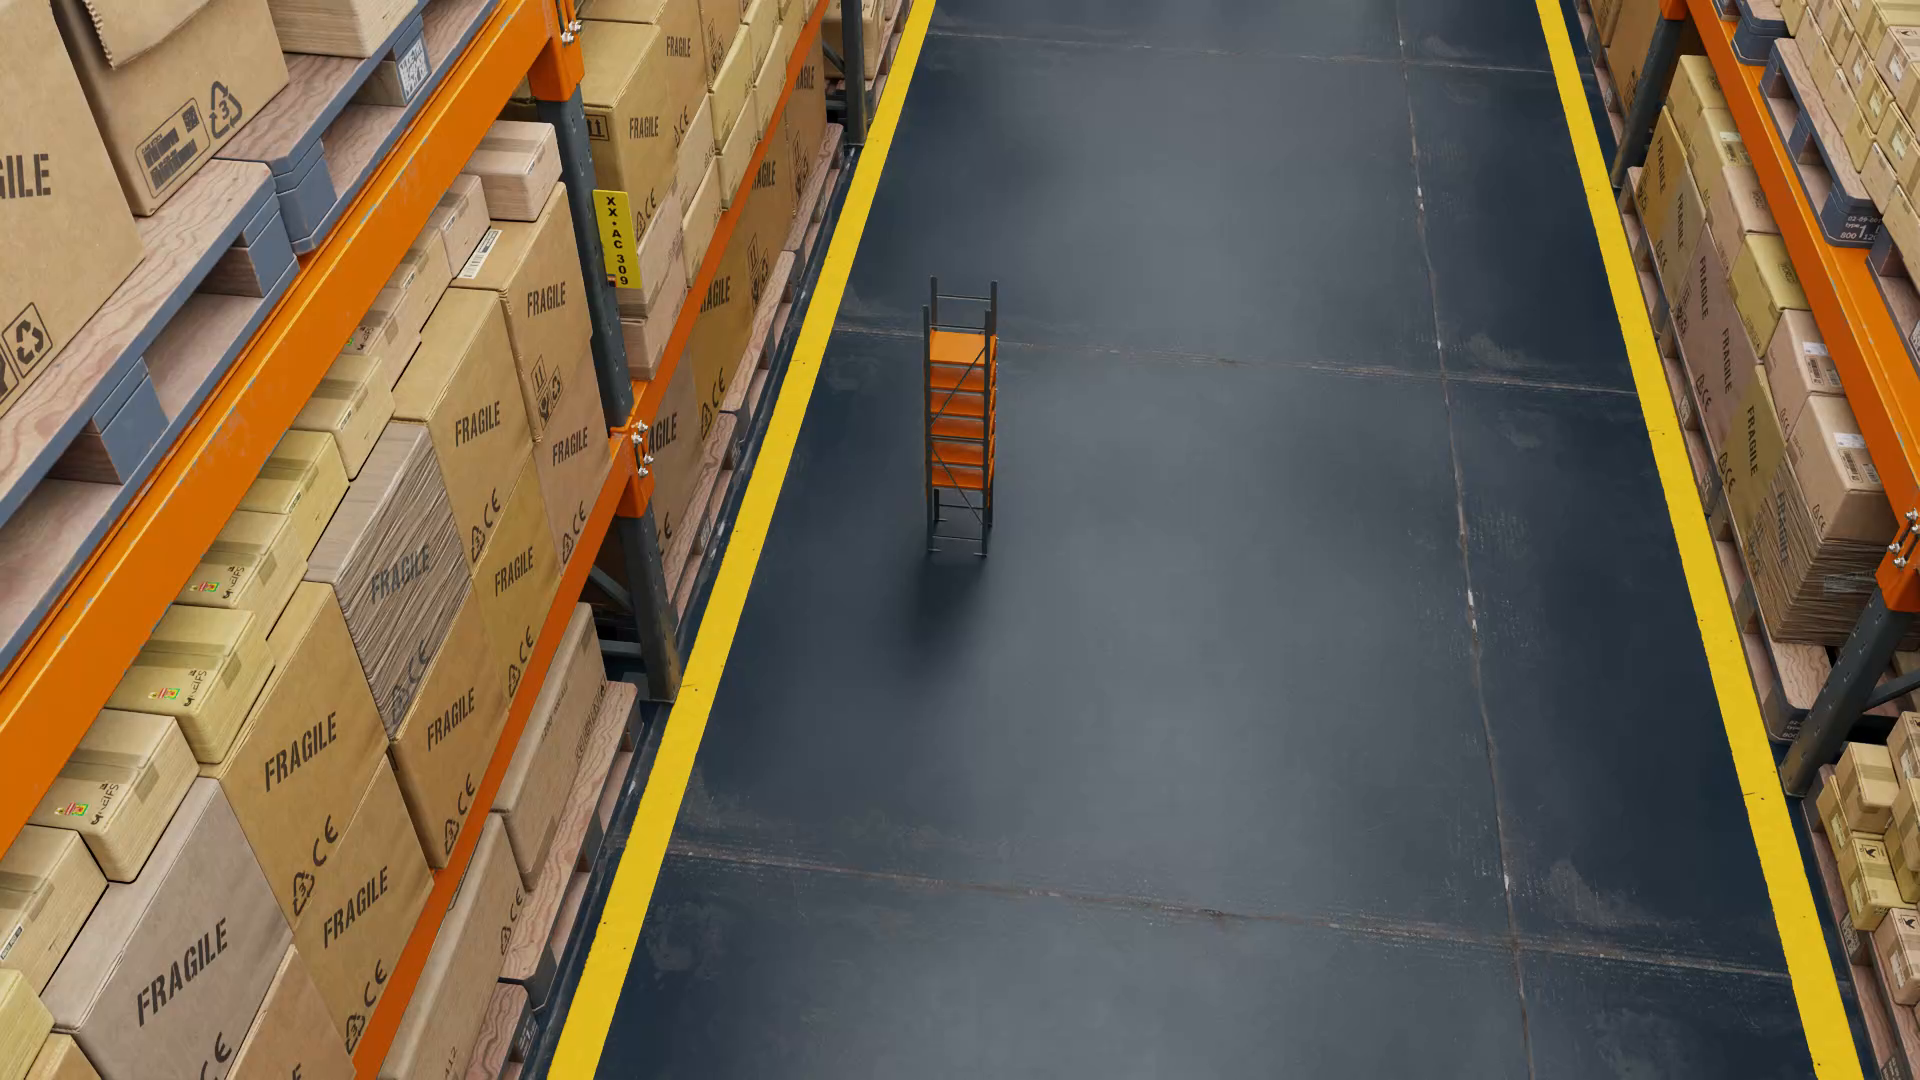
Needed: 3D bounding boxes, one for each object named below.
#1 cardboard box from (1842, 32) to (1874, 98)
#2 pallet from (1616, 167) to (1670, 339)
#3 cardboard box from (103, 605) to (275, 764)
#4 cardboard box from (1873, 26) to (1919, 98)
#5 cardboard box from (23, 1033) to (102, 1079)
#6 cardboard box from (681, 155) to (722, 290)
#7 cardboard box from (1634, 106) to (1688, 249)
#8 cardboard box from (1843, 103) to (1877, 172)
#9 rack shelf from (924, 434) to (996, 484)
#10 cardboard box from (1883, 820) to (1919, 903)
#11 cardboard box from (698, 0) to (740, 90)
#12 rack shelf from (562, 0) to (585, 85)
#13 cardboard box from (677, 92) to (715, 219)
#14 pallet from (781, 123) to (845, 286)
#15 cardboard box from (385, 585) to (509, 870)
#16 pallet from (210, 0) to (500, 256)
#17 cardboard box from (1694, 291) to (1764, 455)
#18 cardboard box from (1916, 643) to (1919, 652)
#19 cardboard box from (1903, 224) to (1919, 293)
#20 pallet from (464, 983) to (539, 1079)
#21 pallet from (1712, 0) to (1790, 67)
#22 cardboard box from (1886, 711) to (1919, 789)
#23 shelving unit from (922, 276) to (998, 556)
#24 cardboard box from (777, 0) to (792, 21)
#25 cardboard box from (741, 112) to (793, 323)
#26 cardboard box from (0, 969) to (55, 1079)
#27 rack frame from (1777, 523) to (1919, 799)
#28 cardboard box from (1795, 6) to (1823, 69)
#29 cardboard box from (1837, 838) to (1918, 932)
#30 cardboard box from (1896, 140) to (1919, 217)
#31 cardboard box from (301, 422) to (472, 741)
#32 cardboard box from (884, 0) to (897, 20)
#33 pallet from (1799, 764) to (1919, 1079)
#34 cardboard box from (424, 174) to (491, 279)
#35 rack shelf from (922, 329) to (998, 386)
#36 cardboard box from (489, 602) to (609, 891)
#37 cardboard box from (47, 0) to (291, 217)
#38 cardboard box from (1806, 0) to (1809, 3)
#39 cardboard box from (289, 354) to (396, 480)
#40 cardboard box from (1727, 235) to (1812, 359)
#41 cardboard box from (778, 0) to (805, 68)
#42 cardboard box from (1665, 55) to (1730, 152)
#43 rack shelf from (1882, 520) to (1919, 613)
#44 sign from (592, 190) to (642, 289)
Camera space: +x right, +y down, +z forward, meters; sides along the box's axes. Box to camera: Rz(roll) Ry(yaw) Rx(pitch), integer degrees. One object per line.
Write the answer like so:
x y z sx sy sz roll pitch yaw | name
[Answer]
3.449 -1.711 6.036 0.380 0.149 0.250 7 44 7 | cardboard box
3.807 -1.370 8.043 1.003 0.211 1.213 5 44 6 | pallet
-1.497 0.252 3.031 0.380 0.149 0.250 4 44 4 | cardboard box
3.416 -1.645 5.751 0.380 0.149 0.250 3 44 4 | cardboard box
-1.658 1.103 2.603 0.500 0.500 0.500 4 44 4 | cardboard box
-1.150 -1.144 5.885 0.500 0.250 0.500 4 44 4 | cardboard box
3.566 -1.700 7.877 0.500 0.500 0.500 4 44 4 | cardboard box
3.409 -1.427 5.952 0.380 0.149 0.250 7 44 7 | cardboard box
0.002 -0.326 6.461 0.258 0.103 0.180 5 44 6 | rack shelf
3.074 0.985 5.080 0.380 0.149 0.250 6 44 6 | cardboard box
-1.085 -1.933 5.810 0.500 0.500 0.500 4 44 4 | cardboard box
-1.272 -2.761 5.825 1.077 0.370 4.000 5 44 6 | rack shelf
-1.158 -1.329 5.717 0.500 0.250 0.500 6 44 6 | cardboard box
-1.187 -1.753 8.447 1.003 0.211 1.213 5 44 6 | pallet
-1.459 0.429 4.043 0.500 0.500 0.500 5 44 5 | cardboard box
-1.655 -1.070 3.581 1.003 0.211 1.213 5 44 6 | pallet
3.372 -0.659 6.777 0.500 0.500 0.500 4 44 5 | cardboard box
3.744 0.087 5.989 0.500 0.500 0.500 7 44 7 | cardboard box
3.308 -0.885 5.380 0.380 0.149 0.250 5 44 5 | cardboard box
-1.874 1.788 4.708 1.003 0.211 1.213 5 44 6 | pallet
3.924 -2.350 7.189 1.213 0.211 1.003 5 44 6 | pallet
3.132 0.694 5.171 0.380 0.149 0.250 7 44 7 | cardboard box
0.002 -0.446 6.348 0.258 1.200 0.189 5 44 6 | shelving unit
-0.932 -2.369 6.816 0.500 0.250 0.500 4 44 4 | cardboard box
-1.304 -1.606 7.504 0.875 0.875 0.875 6 44 6 | cardboard box
-1.615 0.772 2.481 0.380 0.149 0.250 4 44 4 | cardboard box
3.383 -0.188 4.767 1.000 3.000 0.127 5 44 6 | rack frame
3.515 -1.957 6.512 0.380 0.149 0.250 7 44 7 | cardboard box
2.982 1.095 5.180 0.380 0.149 0.250 6 44 7 | cardboard box
3.341 -1.182 5.478 0.380 0.149 0.250 4 44 4 | cardboard box
-1.458 0.071 3.694 0.500 0.500 0.500 6 44 6 | cardboard box
-0.834 -3.382 9.746 0.950 0.372 0.625 4 44 5 | cardboard box
3.330 1.285 5.239 1.003 0.211 1.213 5 44 6 | pallet
-1.404 -0.796 4.137 0.380 0.149 0.250 6 44 7 | cardboard box
0.002 -0.675 6.131 0.258 0.103 0.180 5 44 6 | rack shelf
-1.726 0.626 5.465 0.875 0.438 0.875 5 44 5 | cardboard box
-1.683 -0.963 2.950 0.797 0.503 0.637 8 44 9 | cardboard box
3.550 -2.233 6.588 0.380 0.149 0.250 5 44 6 | cardboard box
-1.460 -0.279 3.591 0.380 0.149 0.250 5 44 5 | cardboard box
3.368 -0.947 6.535 0.500 0.250 0.500 3 44 4 | cardboard box
-0.952 -2.182 6.981 0.500 0.250 0.500 5 44 5 | cardboard box
3.581 -1.984 7.631 0.500 0.250 0.500 3 44 4 | cardboard box
3.119 1.436 3.575 1.077 0.370 4.000 5 44 6 | rack shelf
-0.986 -0.863 4.793 0.100 0.325 0.005 5 44 6 | sign
